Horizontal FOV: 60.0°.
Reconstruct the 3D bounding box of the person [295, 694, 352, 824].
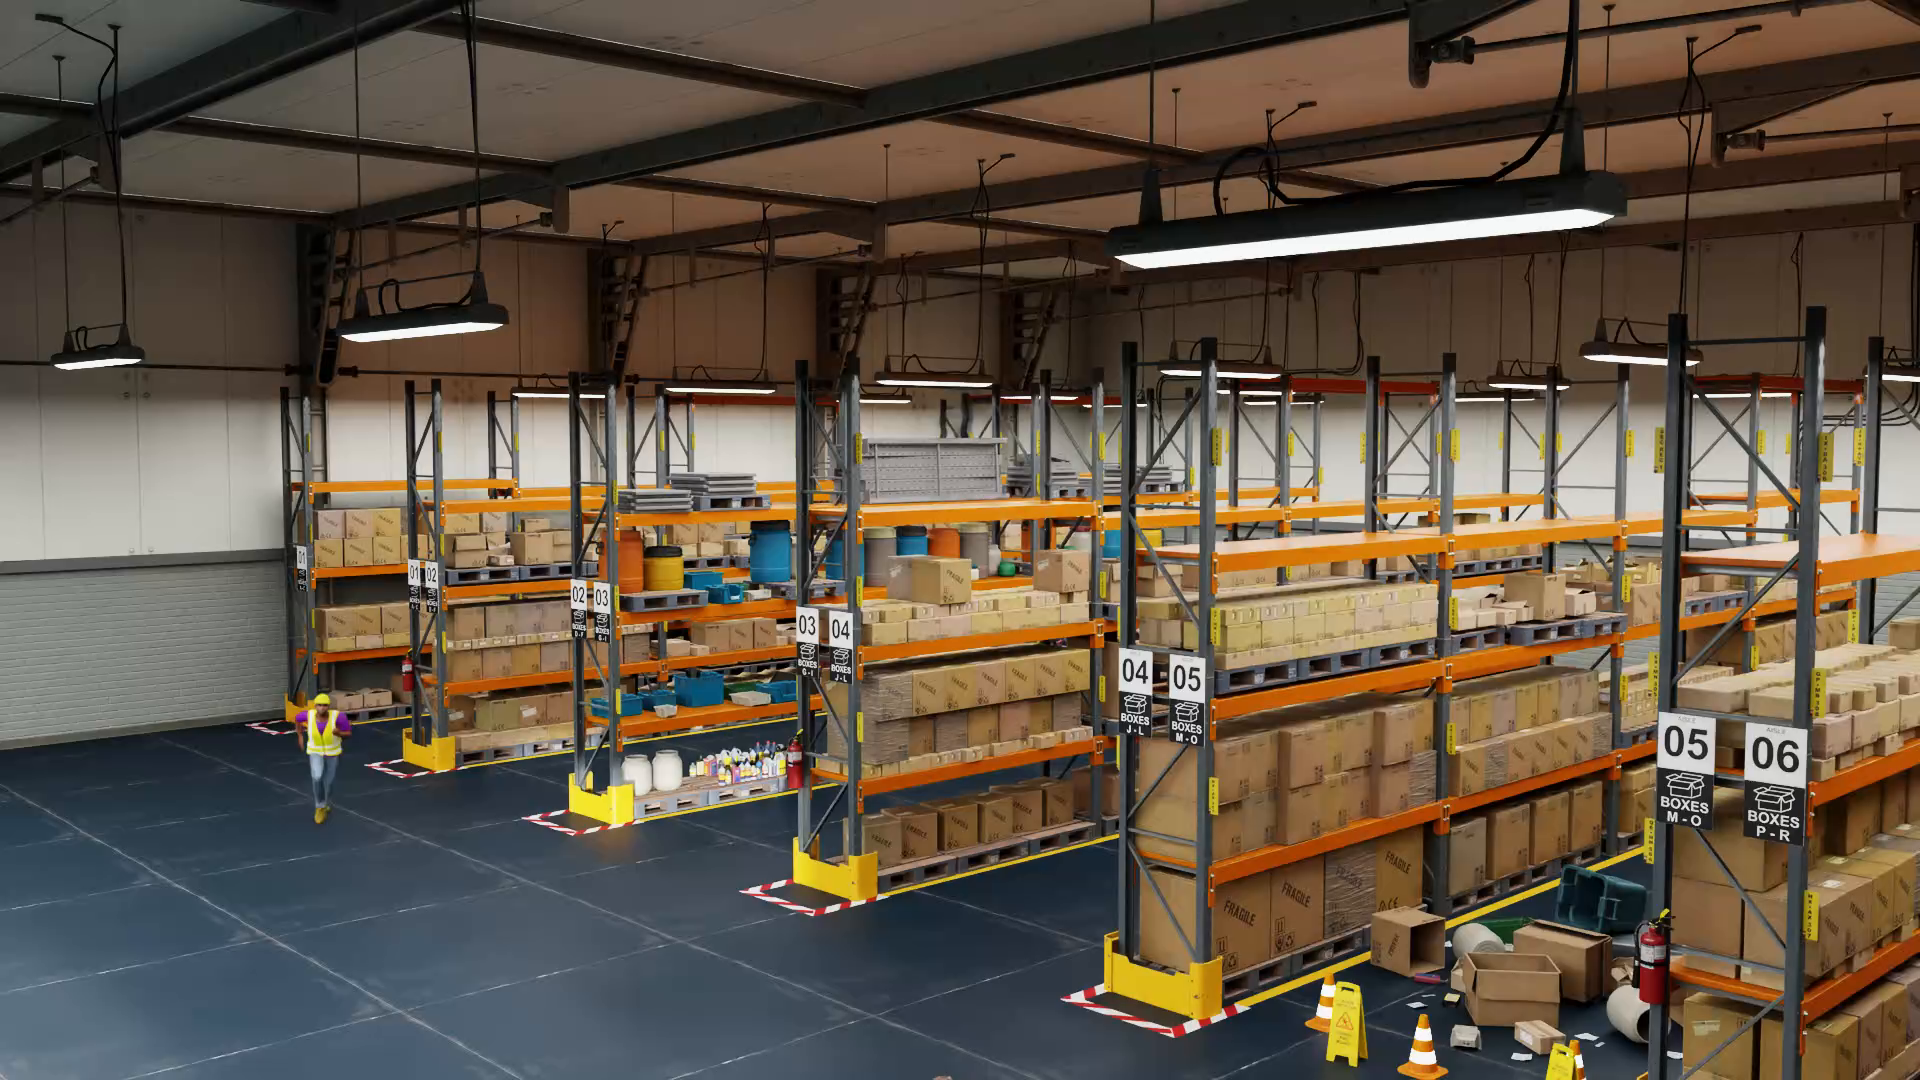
[{"bbox_3d":[-8.495,2.884,22.202,0.685,1.736,0.929,-2,4,-25],"label":"person"}]
